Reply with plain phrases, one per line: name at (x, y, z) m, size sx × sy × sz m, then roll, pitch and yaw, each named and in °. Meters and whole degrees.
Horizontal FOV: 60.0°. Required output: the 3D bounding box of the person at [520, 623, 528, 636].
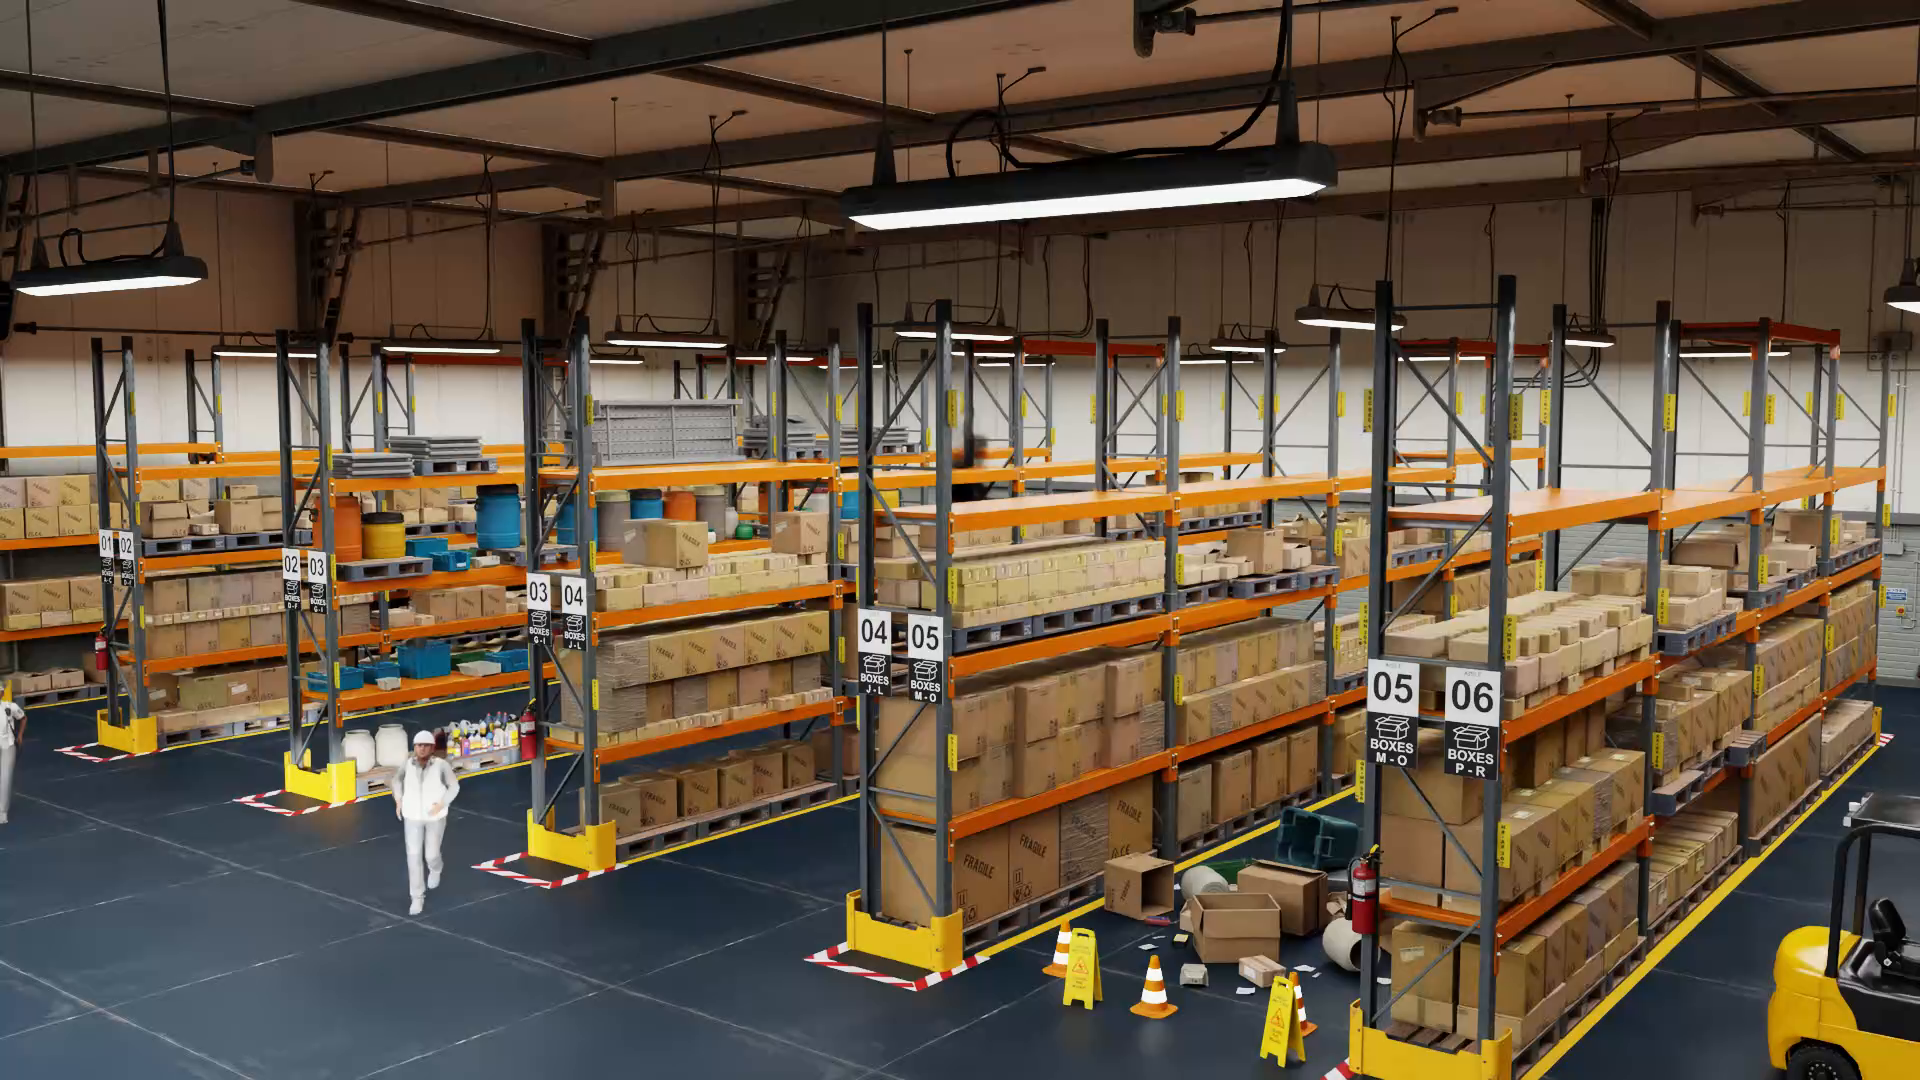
person at (-8.181, 1.549, 32.210) m, size 0.633 × 1.703 × 0.619 m, roll 5°, pitch 7°, yaw 42°

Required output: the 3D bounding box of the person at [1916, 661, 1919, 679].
person at (13.848, 2.162, 23.444) m, size 0.658 × 1.703 × 0.821 m, roll 3°, pitch 6°, yaw 28°

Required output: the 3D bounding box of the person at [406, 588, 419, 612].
person at (-10.144, 1.688, 30.801) m, size 0.509 × 1.613 × 0.669 m, roll 2°, pitch 5°, yaw 24°

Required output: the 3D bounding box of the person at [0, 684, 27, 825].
person at (-11.738, 2.576, 20.331) m, size 0.590 × 1.695 × 0.822 m, roll -2°, pitch 5°, yaw -25°

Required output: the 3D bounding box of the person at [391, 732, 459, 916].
person at (-5.438, 2.830, 16.916) m, size 0.680 × 1.783 × 0.875 m, roll -1°, pitch 5°, yaw -10°
